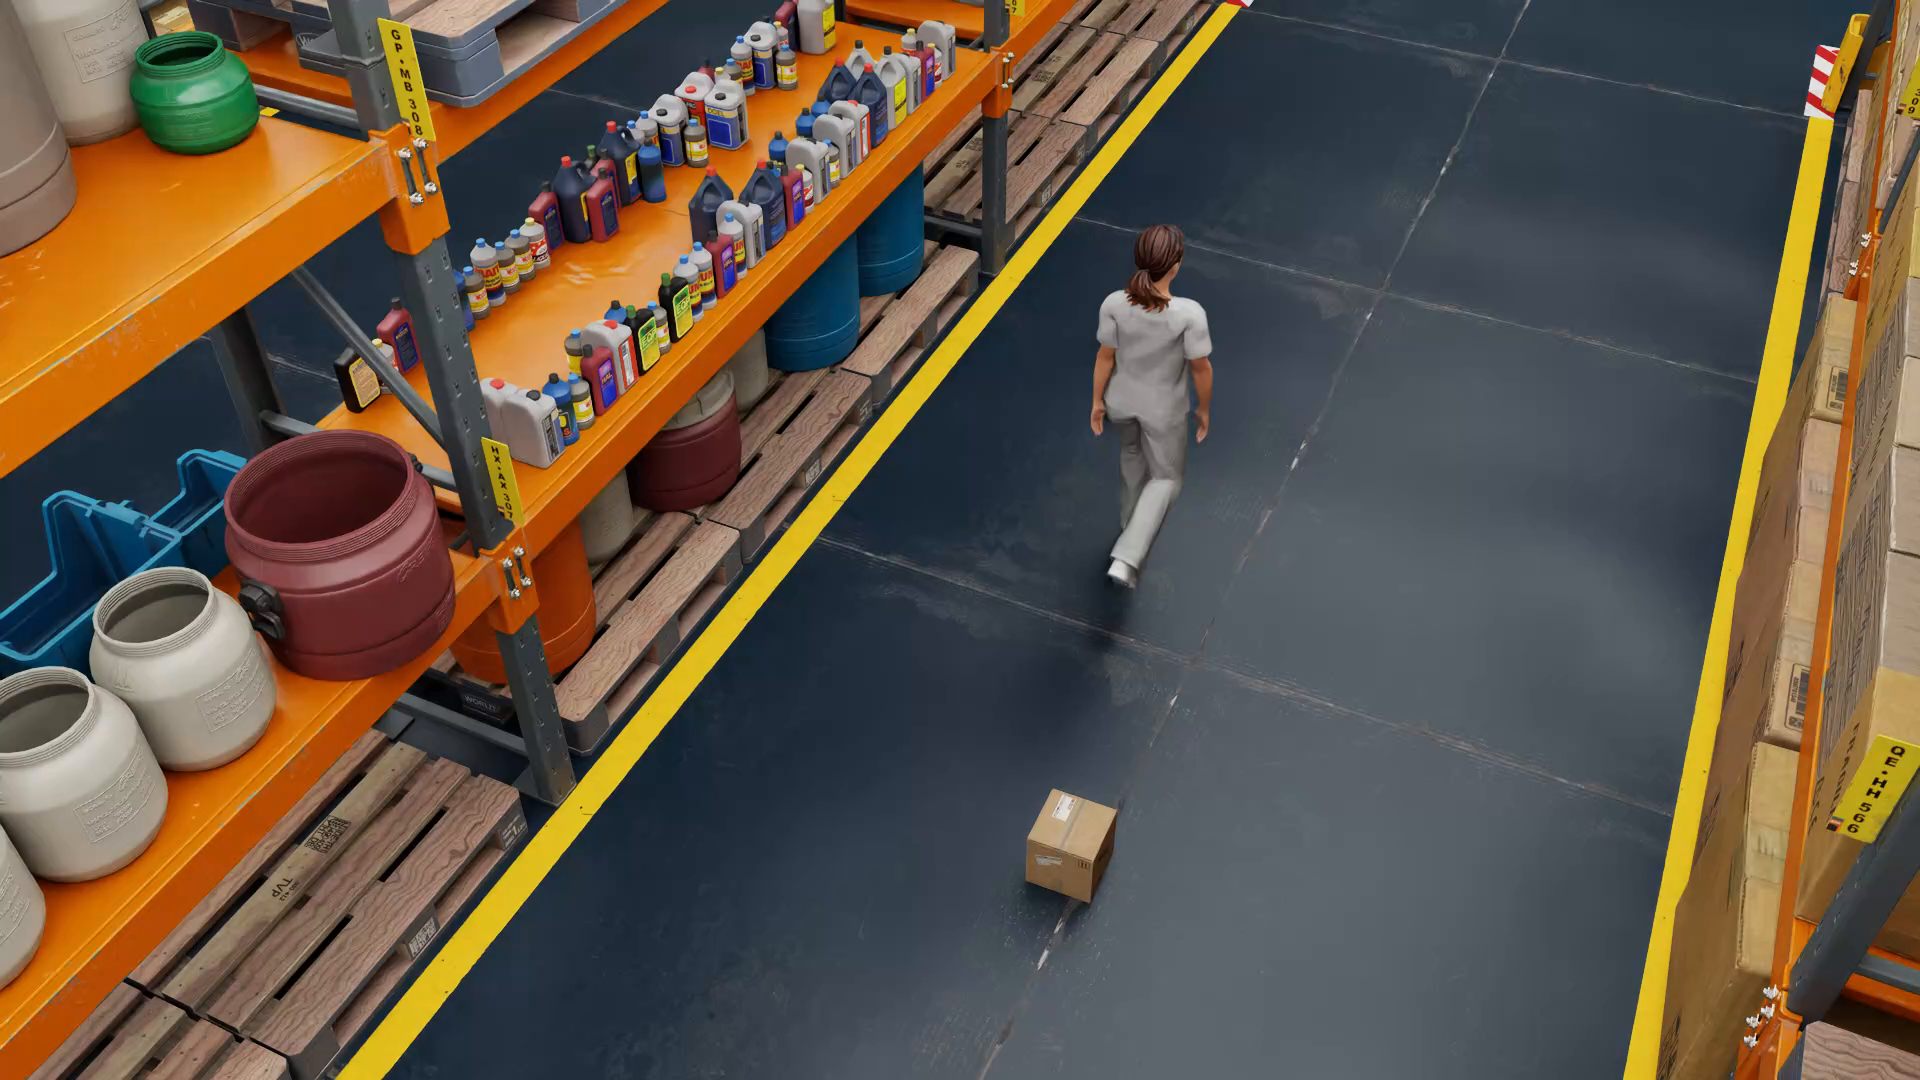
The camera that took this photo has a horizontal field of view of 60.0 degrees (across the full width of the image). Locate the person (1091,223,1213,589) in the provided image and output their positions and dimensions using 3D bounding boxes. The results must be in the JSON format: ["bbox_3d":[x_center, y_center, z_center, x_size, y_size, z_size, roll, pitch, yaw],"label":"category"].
[{"bbox_3d":[0.759,-0.516,6.716,0.475,1.643,0.830,16,44,17],"label":"person"}]
